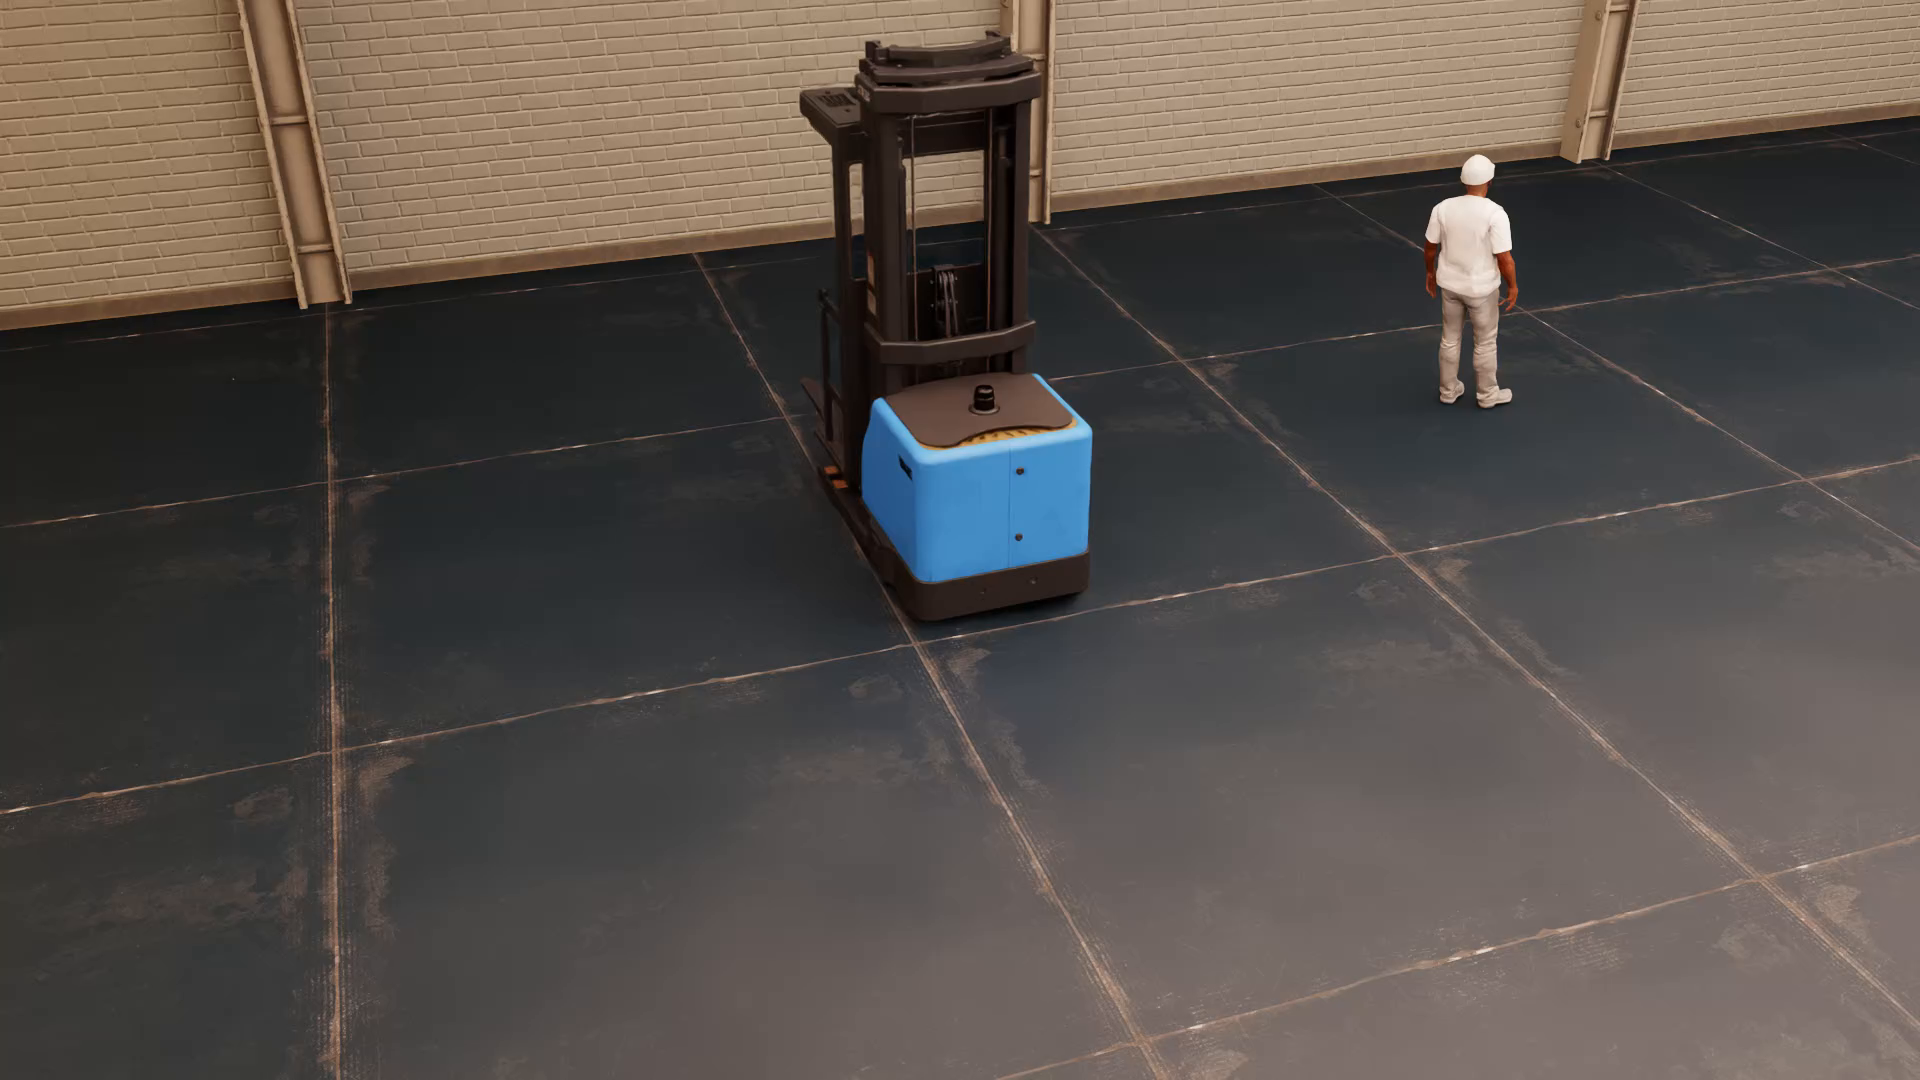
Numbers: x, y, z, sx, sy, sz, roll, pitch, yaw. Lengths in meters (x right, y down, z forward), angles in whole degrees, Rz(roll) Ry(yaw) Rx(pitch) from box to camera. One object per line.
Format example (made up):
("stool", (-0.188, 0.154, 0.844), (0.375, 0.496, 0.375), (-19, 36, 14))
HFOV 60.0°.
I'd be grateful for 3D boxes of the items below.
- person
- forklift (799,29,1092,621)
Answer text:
("person", (3.497, -1.766, 11.310), (0.666, 1.765, 0.577), (25, 38, 36))
("forklift", (-0.260, -1.548, 9.777), (1.130, 2.935, 3.031), (-11, 32, -18))
